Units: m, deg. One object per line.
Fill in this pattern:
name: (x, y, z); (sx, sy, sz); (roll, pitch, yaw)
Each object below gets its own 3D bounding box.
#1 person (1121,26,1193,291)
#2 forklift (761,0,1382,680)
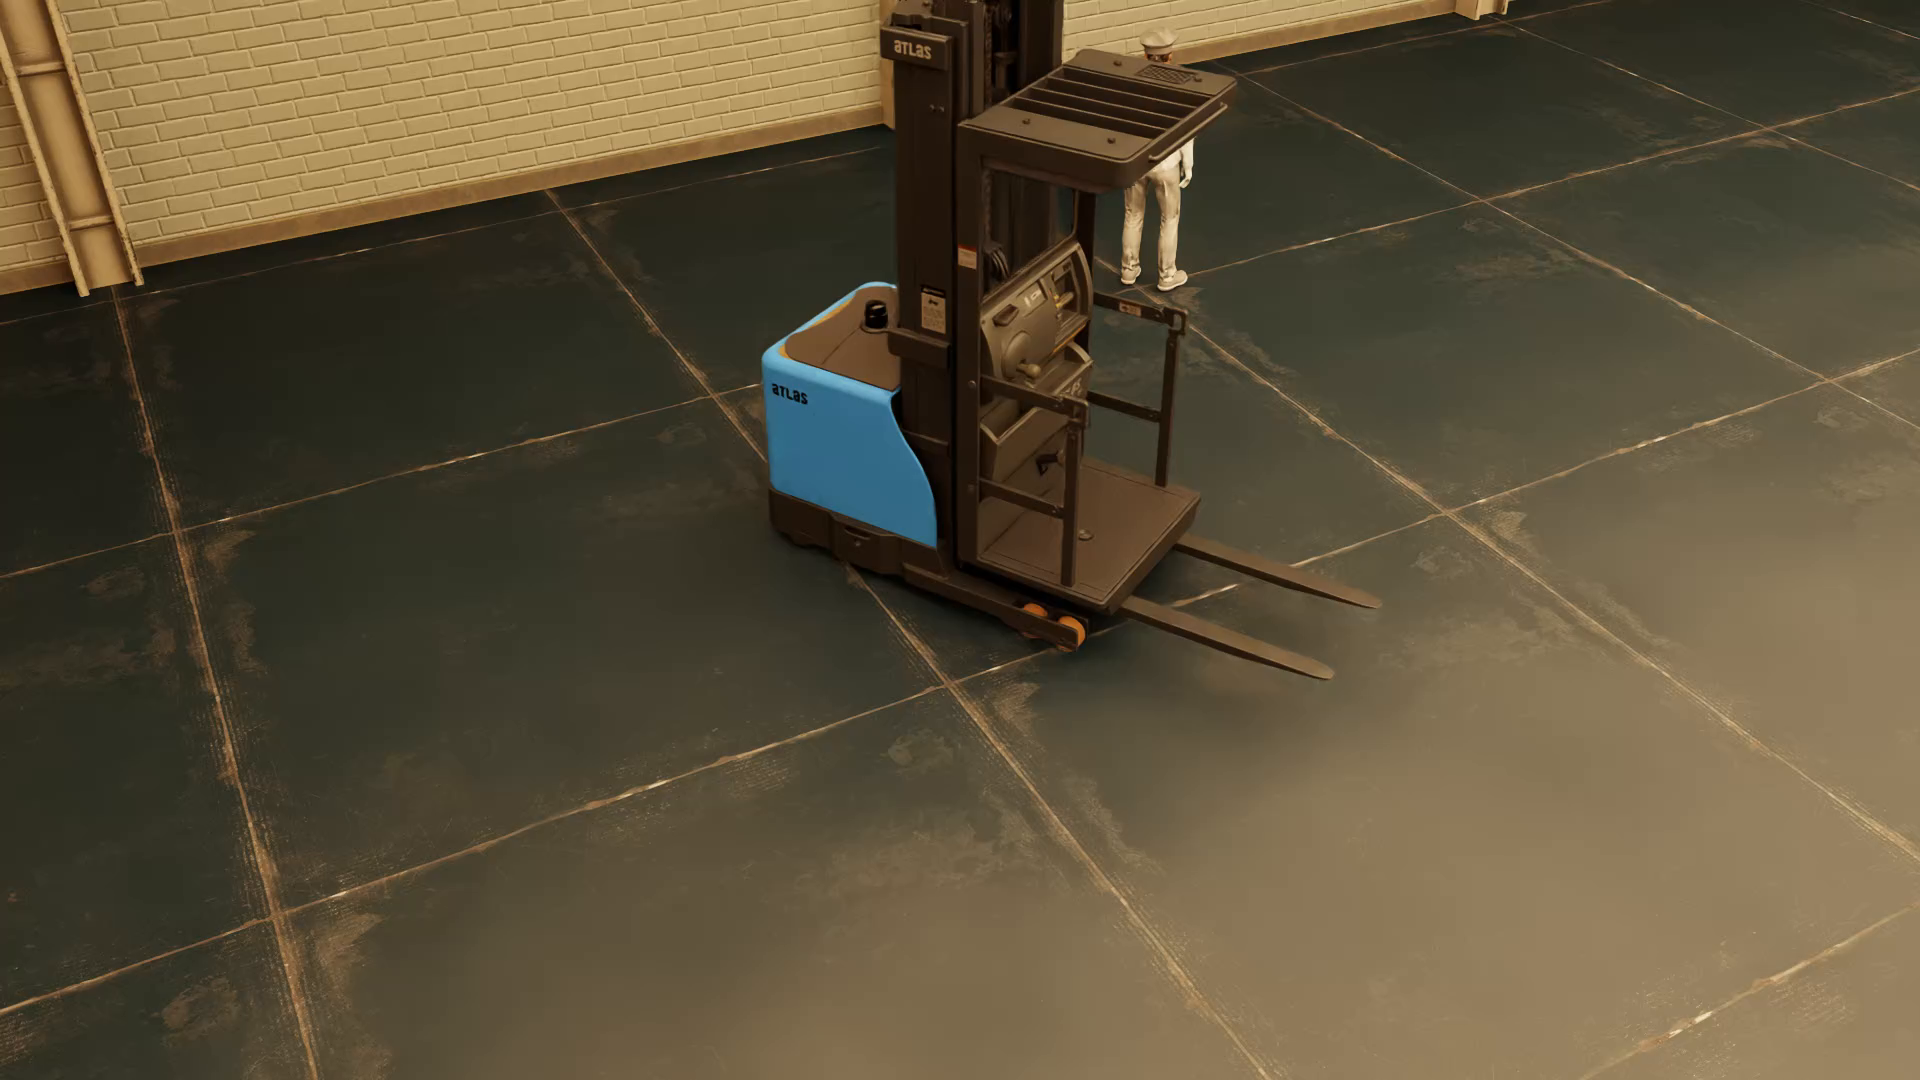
person: (1.229, -2.403, 10.625); (0.534, 1.660, 0.374); (13, 37, 17)
forklift: (0.534, -1.017, 7.562); (3.031, 2.935, 1.130); (20, 40, 25)
